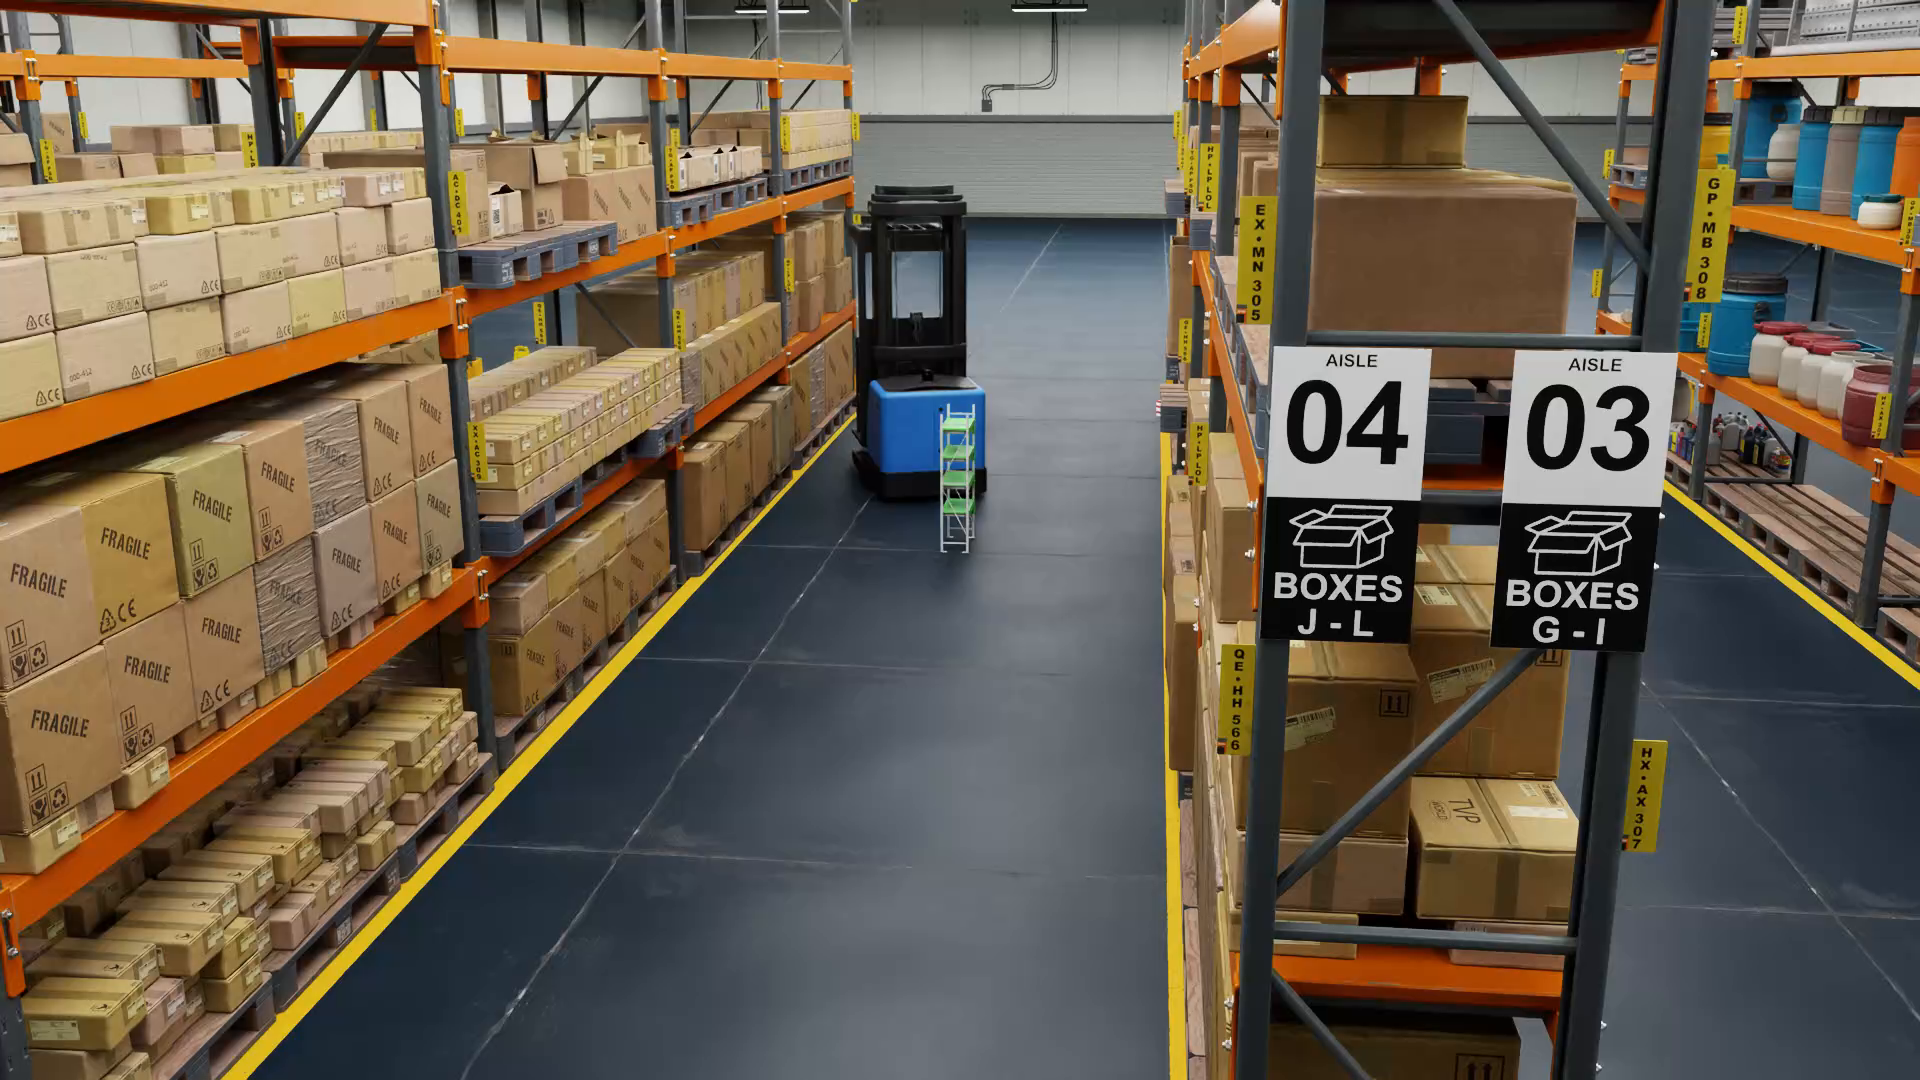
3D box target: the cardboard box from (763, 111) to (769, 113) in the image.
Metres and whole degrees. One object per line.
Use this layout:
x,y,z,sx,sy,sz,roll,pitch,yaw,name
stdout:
-2.333,-4.675,18.417,0.380,0.149,0.250,2,15,7,cardboard box

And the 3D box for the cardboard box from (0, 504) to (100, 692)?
-3.297,0.181,5.571,0.500,0.500,0.500,2,15,6,cardboard box

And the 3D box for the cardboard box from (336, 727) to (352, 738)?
-3.458,1.109,8.901,0.380,0.149,0.250,2,15,7,cardboard box

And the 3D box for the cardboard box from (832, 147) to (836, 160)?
-1.621,-4.403,18.939,0.380,0.149,0.250,1,15,5,cardboard box

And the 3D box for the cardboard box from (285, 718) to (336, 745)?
-3.474,1.033,8.614,0.380,0.149,0.250,1,15,5,cardboard box

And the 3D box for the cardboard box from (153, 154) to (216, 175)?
-7.229,-3.427,15.327,0.500,0.250,0.500,2,15,7,cardboard box

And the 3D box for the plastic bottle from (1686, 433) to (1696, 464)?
7.368,-0.940,16.622,0.144,0.351,0.185,1,15,5,plastic bottle

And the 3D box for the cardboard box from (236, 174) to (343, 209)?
-3.076,-1.596,7.636,0.380,0.149,0.250,2,15,8,cardboard box

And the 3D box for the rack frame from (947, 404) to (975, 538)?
0.009,-0.600,14.581,0.240,1.200,0.015,2,15,6,rack frame

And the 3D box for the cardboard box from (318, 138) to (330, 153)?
-6.827,-4.120,17.360,0.380,0.149,0.250,2,15,8,cardboard box

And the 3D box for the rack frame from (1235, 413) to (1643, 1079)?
1.306,1.136,4.714,1.000,3.000,0.127,2,15,6,rack frame

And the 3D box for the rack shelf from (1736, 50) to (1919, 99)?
7.356,-3.667,13.129,1.077,0.370,4.000,2,15,6,rack shelf

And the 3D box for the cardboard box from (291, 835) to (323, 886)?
-3.168,1.454,7.627,0.380,0.149,0.250,2,15,9,cardboard box

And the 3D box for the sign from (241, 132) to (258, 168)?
-3.711,-1.977,8.734,0.100,0.325,0.005,2,15,6,sign

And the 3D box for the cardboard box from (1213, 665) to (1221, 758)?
1.212,0.668,6.163,0.500,0.250,0.500,1,15,4,cardboard box

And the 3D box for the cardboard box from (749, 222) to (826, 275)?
-1.985,-3.257,18.603,0.875,0.550,0.500,2,15,6,cardboard box

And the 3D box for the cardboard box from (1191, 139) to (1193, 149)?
2.403,-3.313,14.420,0.797,0.503,0.637,2,15,9,cardboard box

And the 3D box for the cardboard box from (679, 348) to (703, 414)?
-2.389,-1.268,13.413,0.500,0.500,0.500,2,15,7,cardboard box

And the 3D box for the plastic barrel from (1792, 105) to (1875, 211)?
7.740,-3.382,14.716,0.600,0.901,0.708,2,15,6,plastic barrel

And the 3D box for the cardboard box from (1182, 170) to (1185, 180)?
2.574,-3.745,17.307,0.500,0.250,0.500,2,15,6,cardboard box

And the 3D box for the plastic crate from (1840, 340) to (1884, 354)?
7.766,-1.527,14.595,0.392,0.384,0.575,2,15,6,plastic crate

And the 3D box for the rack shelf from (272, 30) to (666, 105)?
-2.934,-2.948,10.469,1.077,0.370,4.000,2,15,6,rack shelf

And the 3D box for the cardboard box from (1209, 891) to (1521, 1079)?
1.299,1.791,5.559,0.875,0.875,0.875,2,15,6,cardboard box

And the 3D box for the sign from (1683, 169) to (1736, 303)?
1.857,-0.754,4.132,0.100,0.325,0.005,2,15,6,sign

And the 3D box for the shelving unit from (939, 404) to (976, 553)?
-0.019,-0.536,14.347,0.258,1.200,0.503,2,15,6,shelving unit

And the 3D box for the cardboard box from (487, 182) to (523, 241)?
-2.852,-1.903,9.574,0.500,0.311,0.500,1,15,5,cardboard box

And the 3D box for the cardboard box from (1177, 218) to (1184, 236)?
2.660,-3.294,18.422,0.500,0.500,0.500,2,15,6,cardboard box

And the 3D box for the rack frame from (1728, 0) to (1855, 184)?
7.581,-4.726,14.901,1.000,3.000,0.127,2,15,6,rack frame

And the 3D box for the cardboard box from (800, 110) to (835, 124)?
-1.622,-4.788,18.834,0.380,0.149,0.250,2,15,6,cardboard box

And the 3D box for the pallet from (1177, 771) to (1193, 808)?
1.769,1.242,9.663,1.003,0.211,1.213,2,15,6,pallet

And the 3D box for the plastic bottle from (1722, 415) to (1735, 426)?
8.205,-1.212,17.771,0.152,0.276,0.135,2,15,7,plastic bottle

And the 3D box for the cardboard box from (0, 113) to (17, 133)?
-11.691,-4.813,19.782,0.700,0.500,0.500,2,15,7,cardboard box

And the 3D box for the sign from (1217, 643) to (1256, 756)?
0.768,0.443,4.604,0.100,0.325,0.005,2,15,6,sign

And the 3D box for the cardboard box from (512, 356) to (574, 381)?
-3.013,-1.232,12.010,0.380,0.149,0.250,2,15,6,cardboard box

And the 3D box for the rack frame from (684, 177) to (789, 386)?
-2.257,-2.149,16.861,1.000,3.000,0.127,2,15,6,rack frame

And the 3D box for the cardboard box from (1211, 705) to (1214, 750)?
1.192,0.759,6.590,0.380,0.149,0.250,2,15,7,cardboard box

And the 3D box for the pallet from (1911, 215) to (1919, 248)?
6.946,-1.954,10.758,1.003,0.211,1.213,2,15,6,pallet

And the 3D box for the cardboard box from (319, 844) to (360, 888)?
-3.078,1.546,7.856,0.380,0.149,0.250,2,15,7,cardboard box

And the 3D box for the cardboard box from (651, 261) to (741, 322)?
-2.421,-2.286,15.263,0.700,0.500,0.500,2,15,7,cardboard box

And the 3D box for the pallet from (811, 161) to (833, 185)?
-2.014,-4.081,18.432,1.003,0.211,1.213,2,15,6,pallet

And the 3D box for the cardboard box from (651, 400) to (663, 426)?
-2.366,-0.920,11.995,0.380,0.149,0.250,2,15,7,cardboard box

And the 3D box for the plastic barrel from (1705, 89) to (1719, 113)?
8.104,-4.596,18.539,0.600,0.830,0.708,2,15,6,plastic barrel

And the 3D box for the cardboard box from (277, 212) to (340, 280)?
-3.084,-1.293,7.282,0.500,0.250,0.500,2,15,9,cardboard box

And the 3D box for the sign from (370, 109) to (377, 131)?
-7.275,-5.191,20.693,0.100,0.325,0.005,2,15,6,sign

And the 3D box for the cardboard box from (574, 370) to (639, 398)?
-2.428,-1.074,11.426,0.380,0.149,0.250,2,15,6,cardboard box

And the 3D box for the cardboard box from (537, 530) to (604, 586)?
-2.694,0.114,11.041,0.500,0.250,0.500,2,15,8,cardboard box

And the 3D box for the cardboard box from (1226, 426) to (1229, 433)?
1.910,-0.777,9.677,0.797,0.503,0.637,2,15,7,cardboard box

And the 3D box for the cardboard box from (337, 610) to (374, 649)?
-3.024,0.404,7.904,0.380,0.149,0.250,1,15,4,cardboard box

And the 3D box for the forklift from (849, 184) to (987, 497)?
-0.526,-2.161,17.038,1.130,2.935,3.031,-3,15,-11,forklift

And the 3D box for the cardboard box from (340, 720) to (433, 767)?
-2.952,1.045,8.569,0.380,0.149,0.250,2,15,6,cardboard box

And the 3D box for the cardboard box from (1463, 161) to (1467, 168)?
1.664,-1.305,6.806,0.700,0.500,0.500,2,15,9,cardboard box

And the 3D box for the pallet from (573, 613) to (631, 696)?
-2.938,0.753,11.472,1.003,0.211,1.213,2,15,6,pallet

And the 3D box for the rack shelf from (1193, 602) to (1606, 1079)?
1.532,0.965,6.726,1.077,0.370,4.000,2,15,6,rack shelf

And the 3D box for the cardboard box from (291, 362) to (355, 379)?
-3.453,-0.638,8.599,0.500,0.500,0.500,2,15,8,cardboard box

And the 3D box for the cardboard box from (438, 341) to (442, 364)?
-6.567,-2.327,20.550,0.500,0.500,0.500,2,15,7,cardboard box

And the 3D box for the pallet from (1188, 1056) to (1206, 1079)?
1.318,2.273,5.853,1.003,0.211,1.213,2,15,6,pallet

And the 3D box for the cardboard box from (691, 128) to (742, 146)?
-2.456,-4.054,16.883,0.500,0.250,0.500,2,15,6,cardboard box

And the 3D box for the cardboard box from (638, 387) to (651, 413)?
-2.396,-0.992,11.692,0.380,0.149,0.250,2,15,6,cardboard box

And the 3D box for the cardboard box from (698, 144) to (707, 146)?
-2.573,-3.633,15.868,0.258,0.266,0.396,1,15,5,cardboard box
